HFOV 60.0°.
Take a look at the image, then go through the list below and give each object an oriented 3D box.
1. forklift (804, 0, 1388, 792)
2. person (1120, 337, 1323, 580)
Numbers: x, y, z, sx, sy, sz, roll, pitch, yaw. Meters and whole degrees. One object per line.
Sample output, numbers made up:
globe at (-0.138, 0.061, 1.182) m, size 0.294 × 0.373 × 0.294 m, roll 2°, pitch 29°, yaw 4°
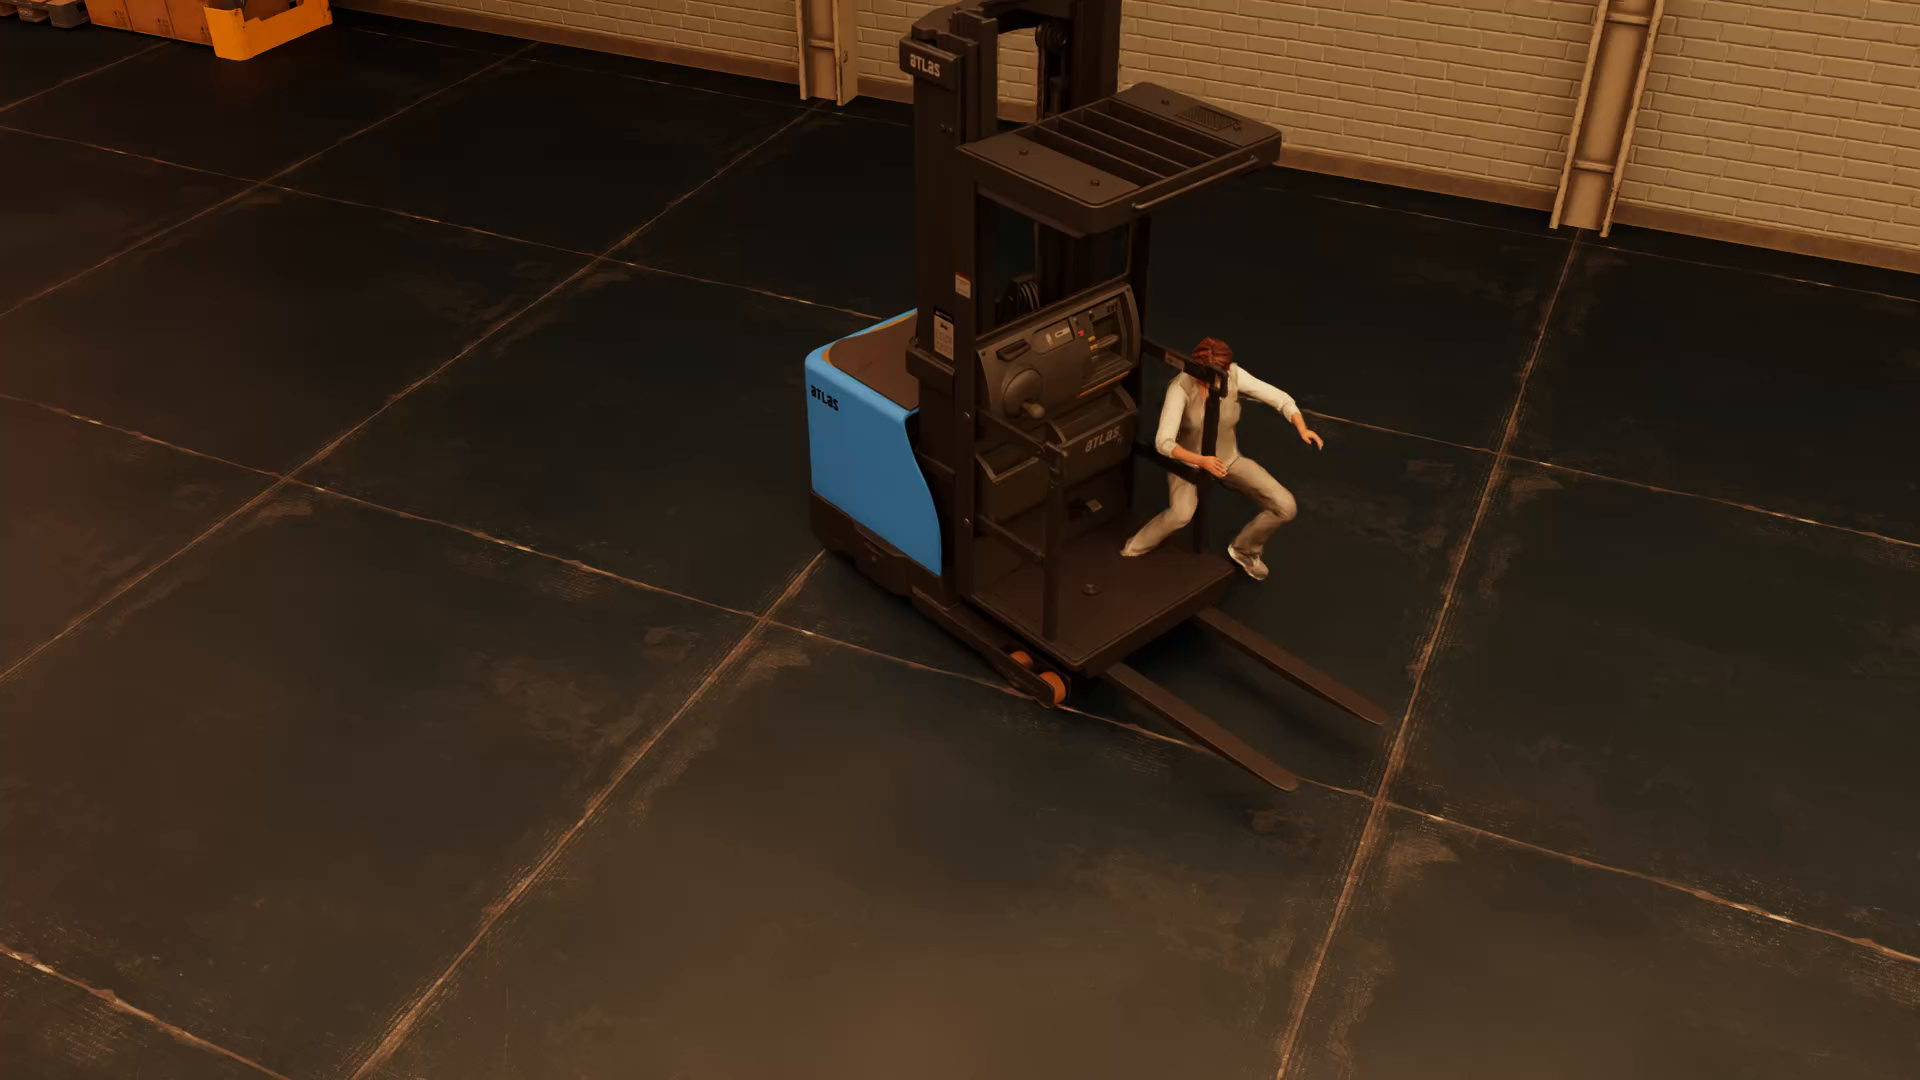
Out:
forklift at (0.587, -0.769, 7.164) m, size 1.130 × 2.935 × 3.031 m, roll -27°, pitch 44°, yaw -33°
person at (1.177, -0.287, 7.823) m, size 0.878 × 1.361 × 0.670 m, roll -6°, pitch 36°, yaw -8°
